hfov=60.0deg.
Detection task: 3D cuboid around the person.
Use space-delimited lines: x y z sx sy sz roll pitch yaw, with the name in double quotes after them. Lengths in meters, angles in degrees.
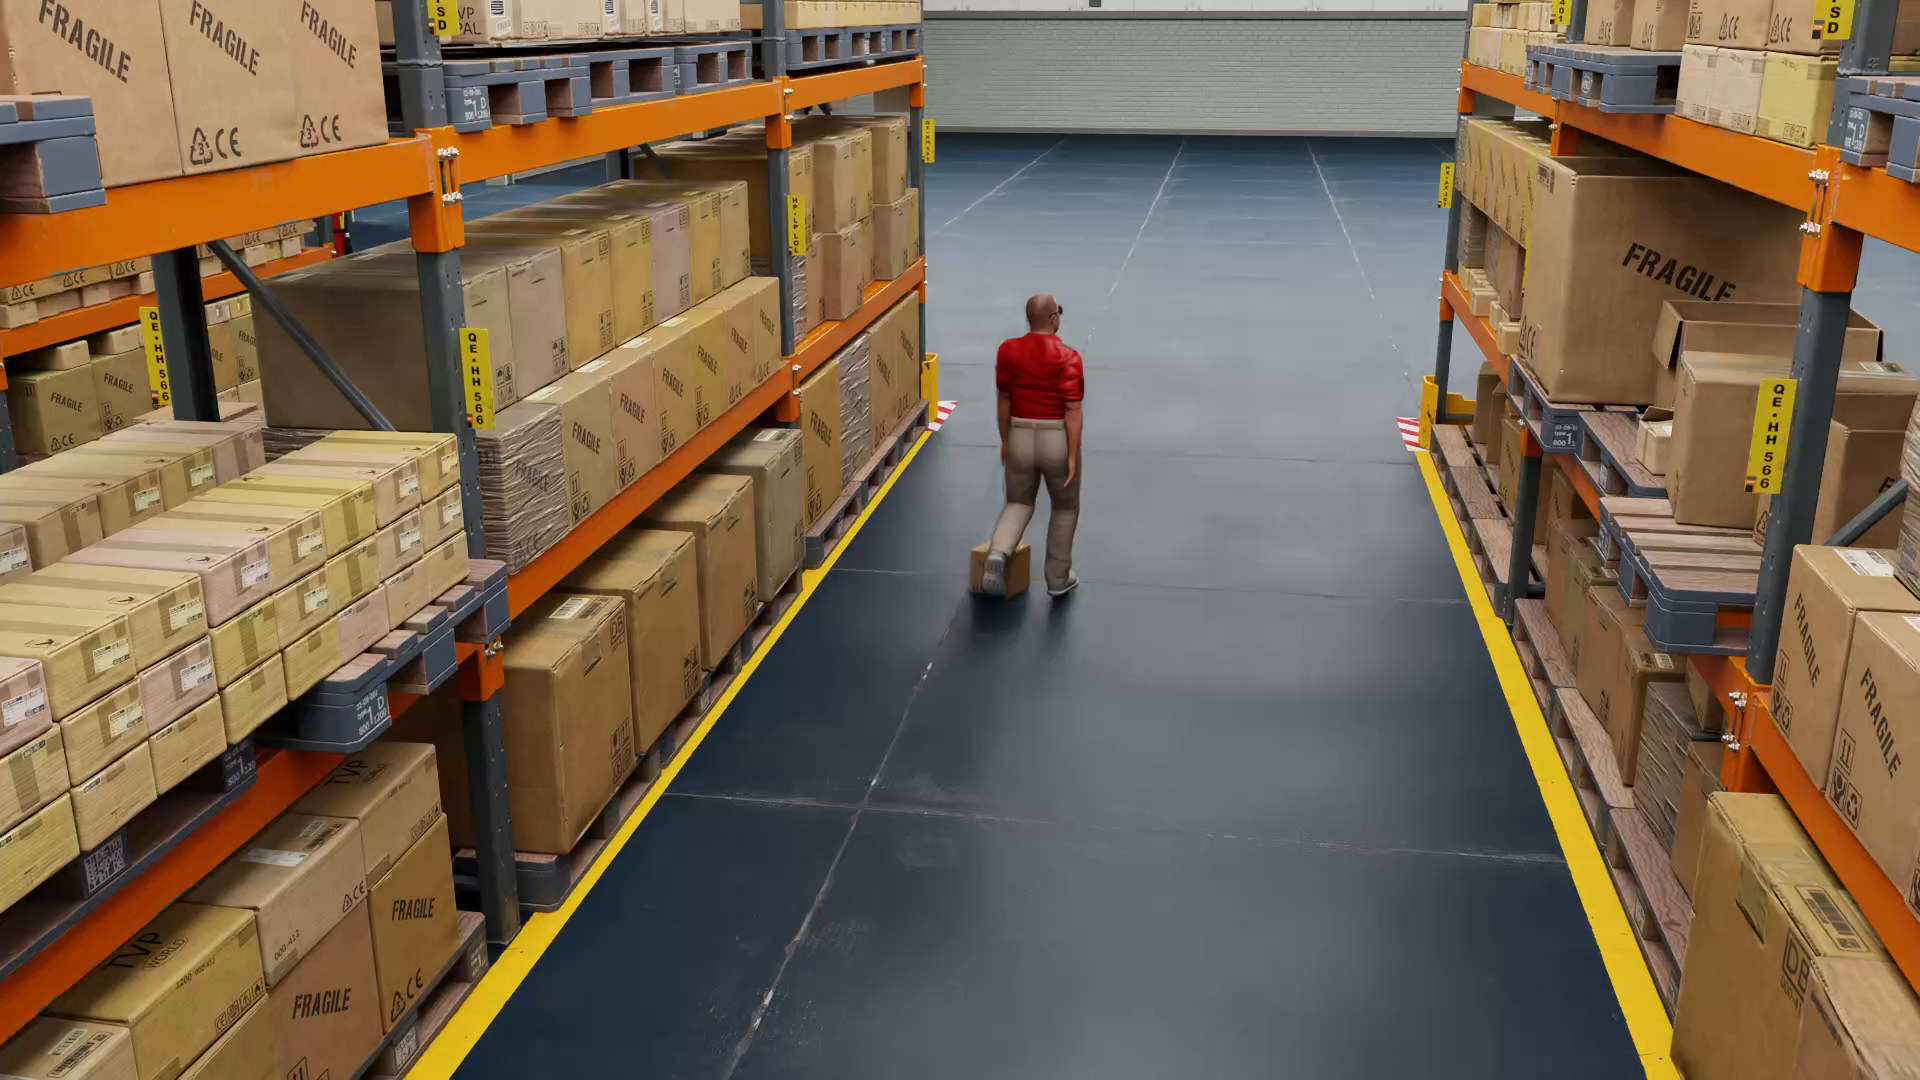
0.429 -0.459 9.069 0.522 1.634 0.704 8 19 22 "person"
